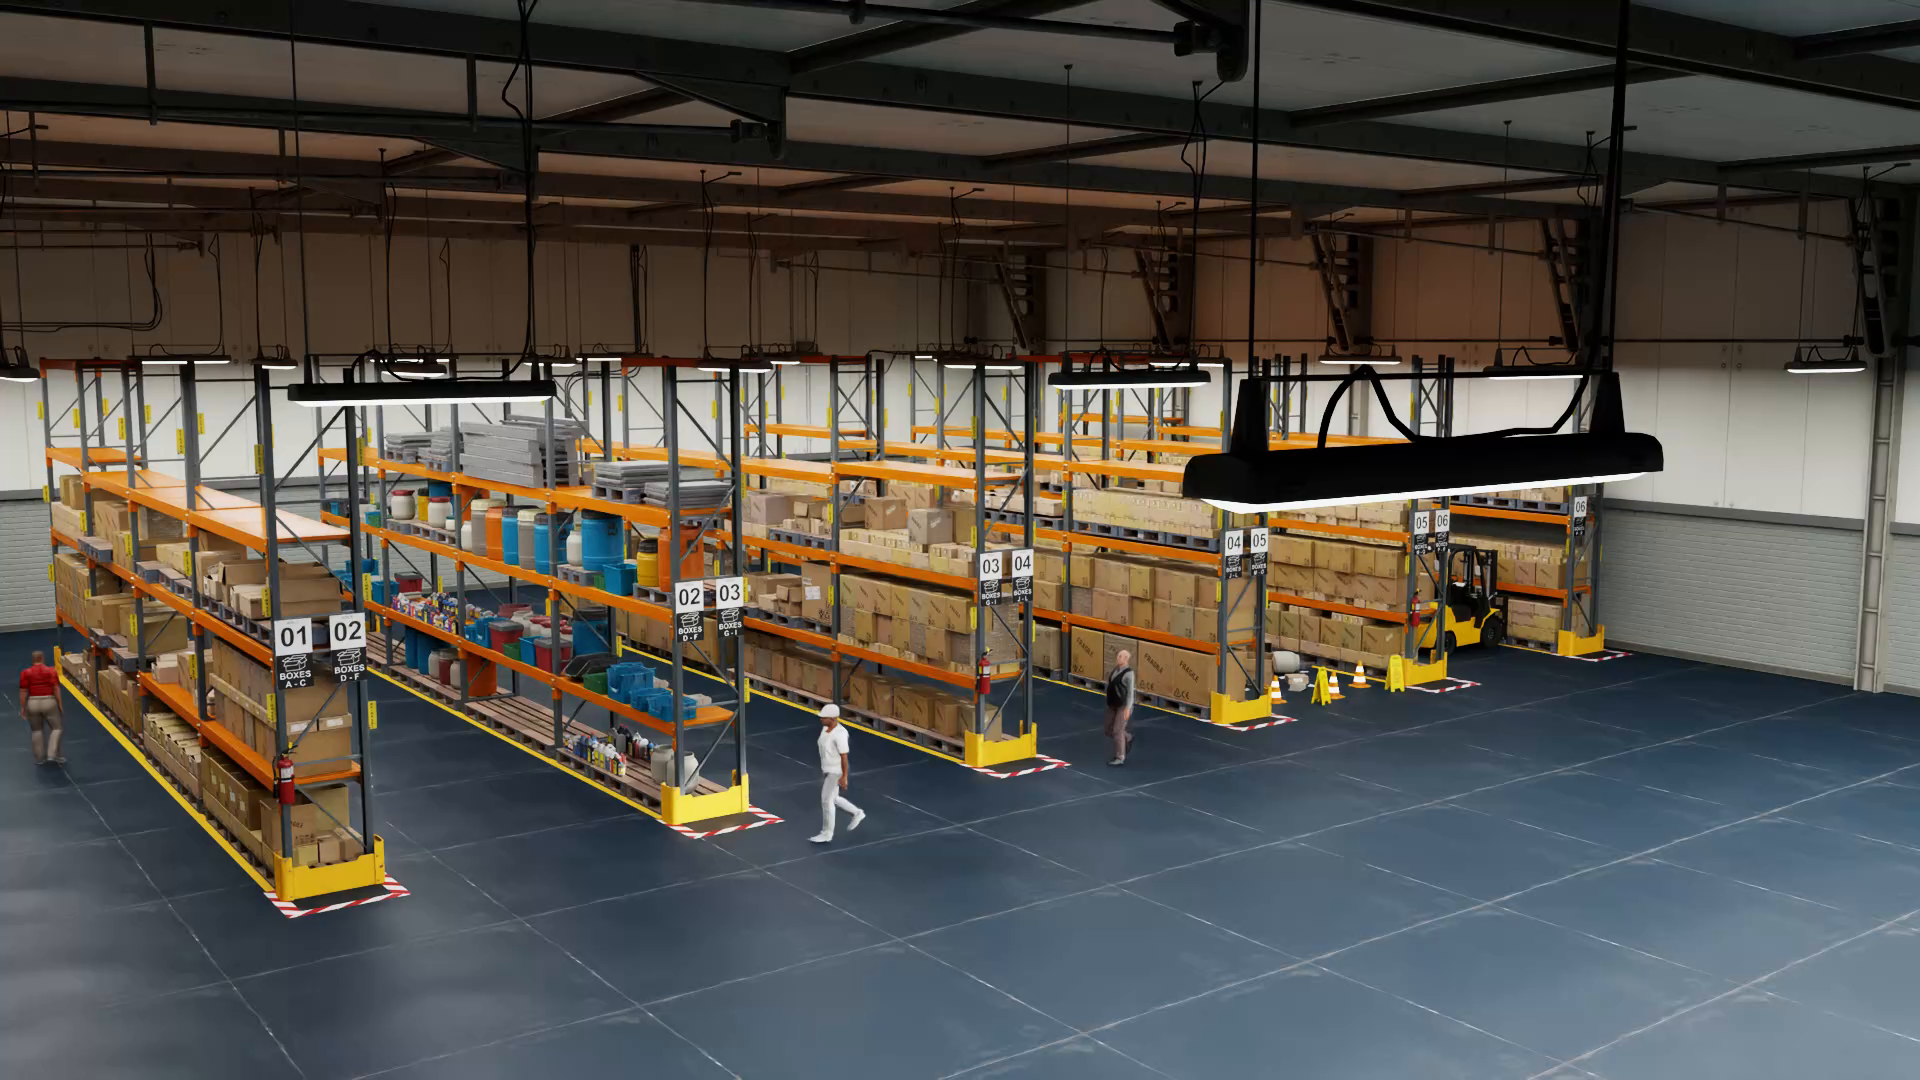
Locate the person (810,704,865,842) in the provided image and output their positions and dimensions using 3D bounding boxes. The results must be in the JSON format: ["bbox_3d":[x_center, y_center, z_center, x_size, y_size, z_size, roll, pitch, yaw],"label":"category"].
[{"bbox_3d":[-1.567,2.939,21.155,0.809,1.746,0.653,-3,7,-23],"label":"person"}]

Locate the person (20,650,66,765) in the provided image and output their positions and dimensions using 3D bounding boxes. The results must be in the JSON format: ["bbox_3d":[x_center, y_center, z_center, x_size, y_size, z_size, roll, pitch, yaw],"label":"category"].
[{"bbox_3d":[-13.708,2.505,24.821,0.576,1.723,0.533,-1,7,-12],"label":"person"}]

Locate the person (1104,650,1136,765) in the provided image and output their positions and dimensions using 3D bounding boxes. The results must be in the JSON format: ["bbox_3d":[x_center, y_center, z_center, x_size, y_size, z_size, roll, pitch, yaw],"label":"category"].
[{"bbox_3d":[2.437,2.490,24.884,0.664,1.703,0.544,-5,9,-38],"label":"person"}]
